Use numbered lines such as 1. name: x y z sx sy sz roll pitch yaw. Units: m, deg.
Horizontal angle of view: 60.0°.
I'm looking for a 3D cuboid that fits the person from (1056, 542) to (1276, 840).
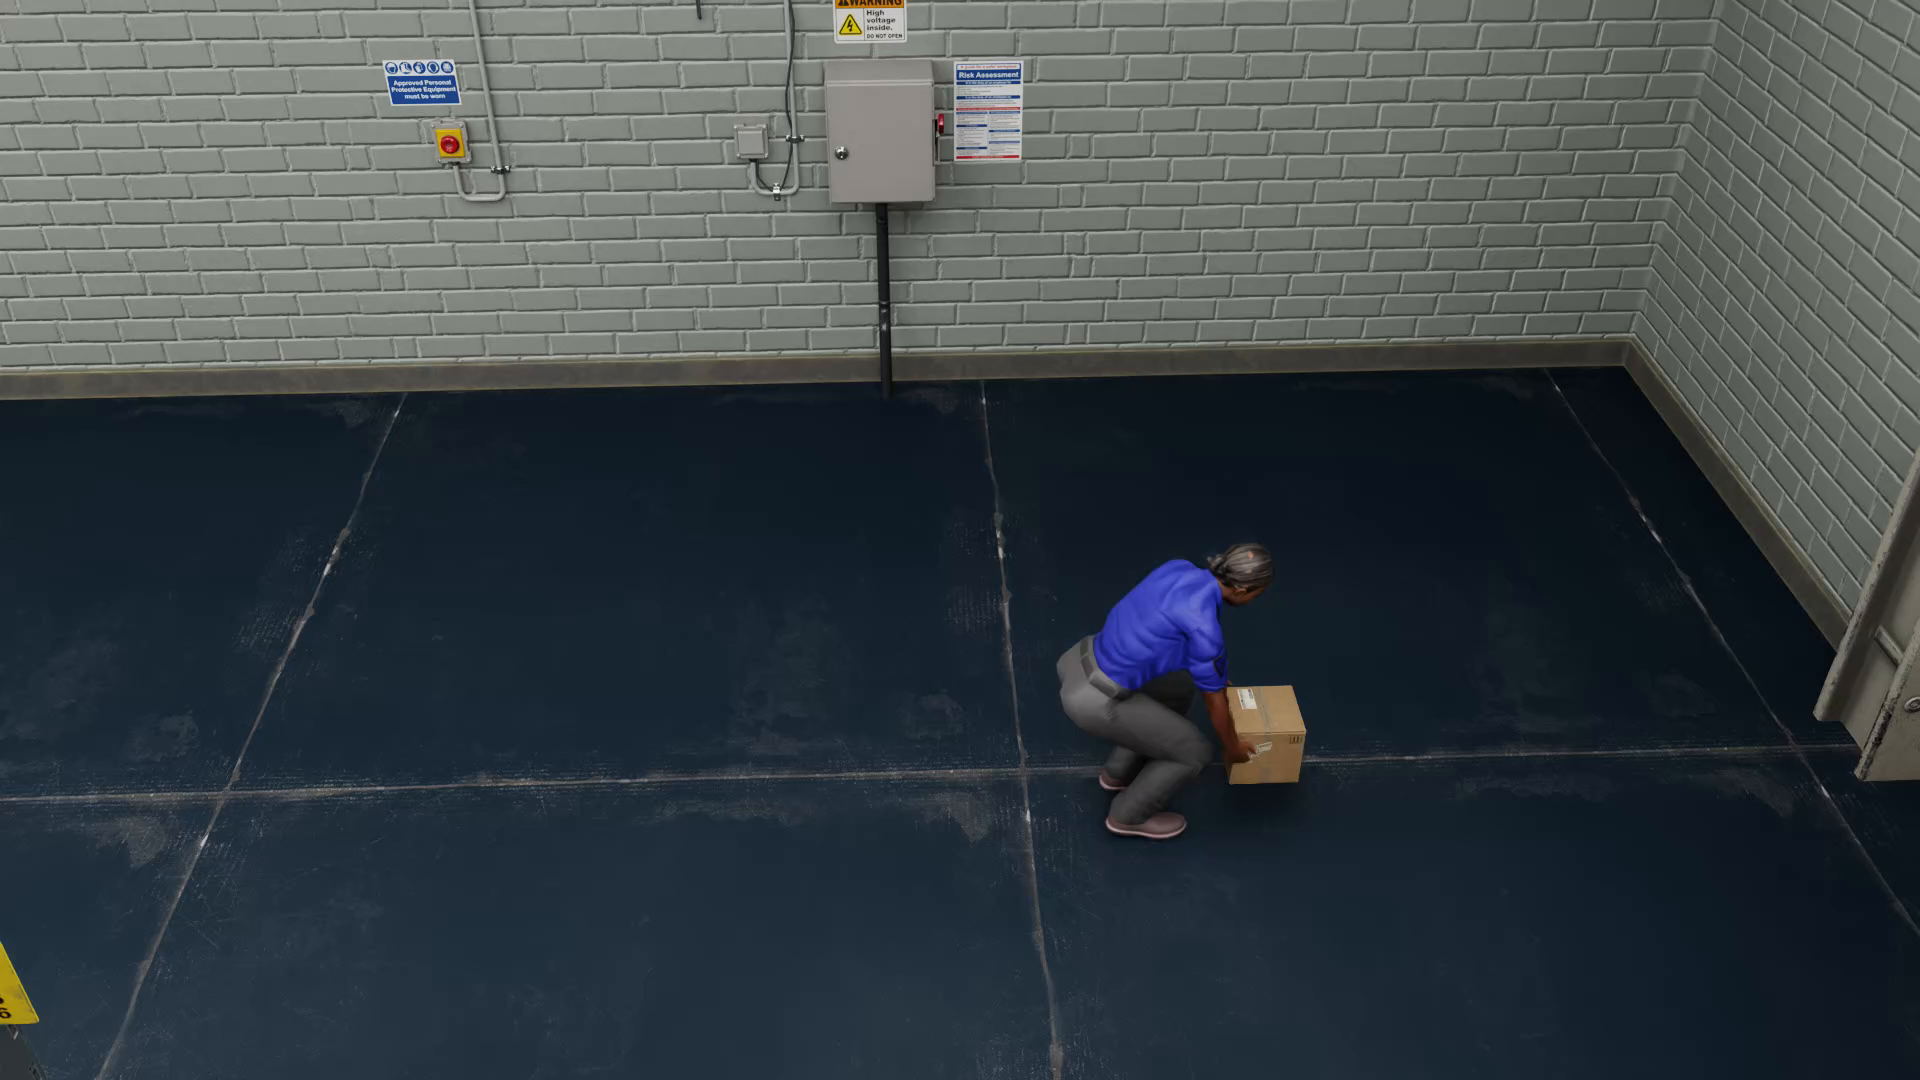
1. person: 0.704 0.506 5.890 0.732 1.142 0.497 -2 35 -2
